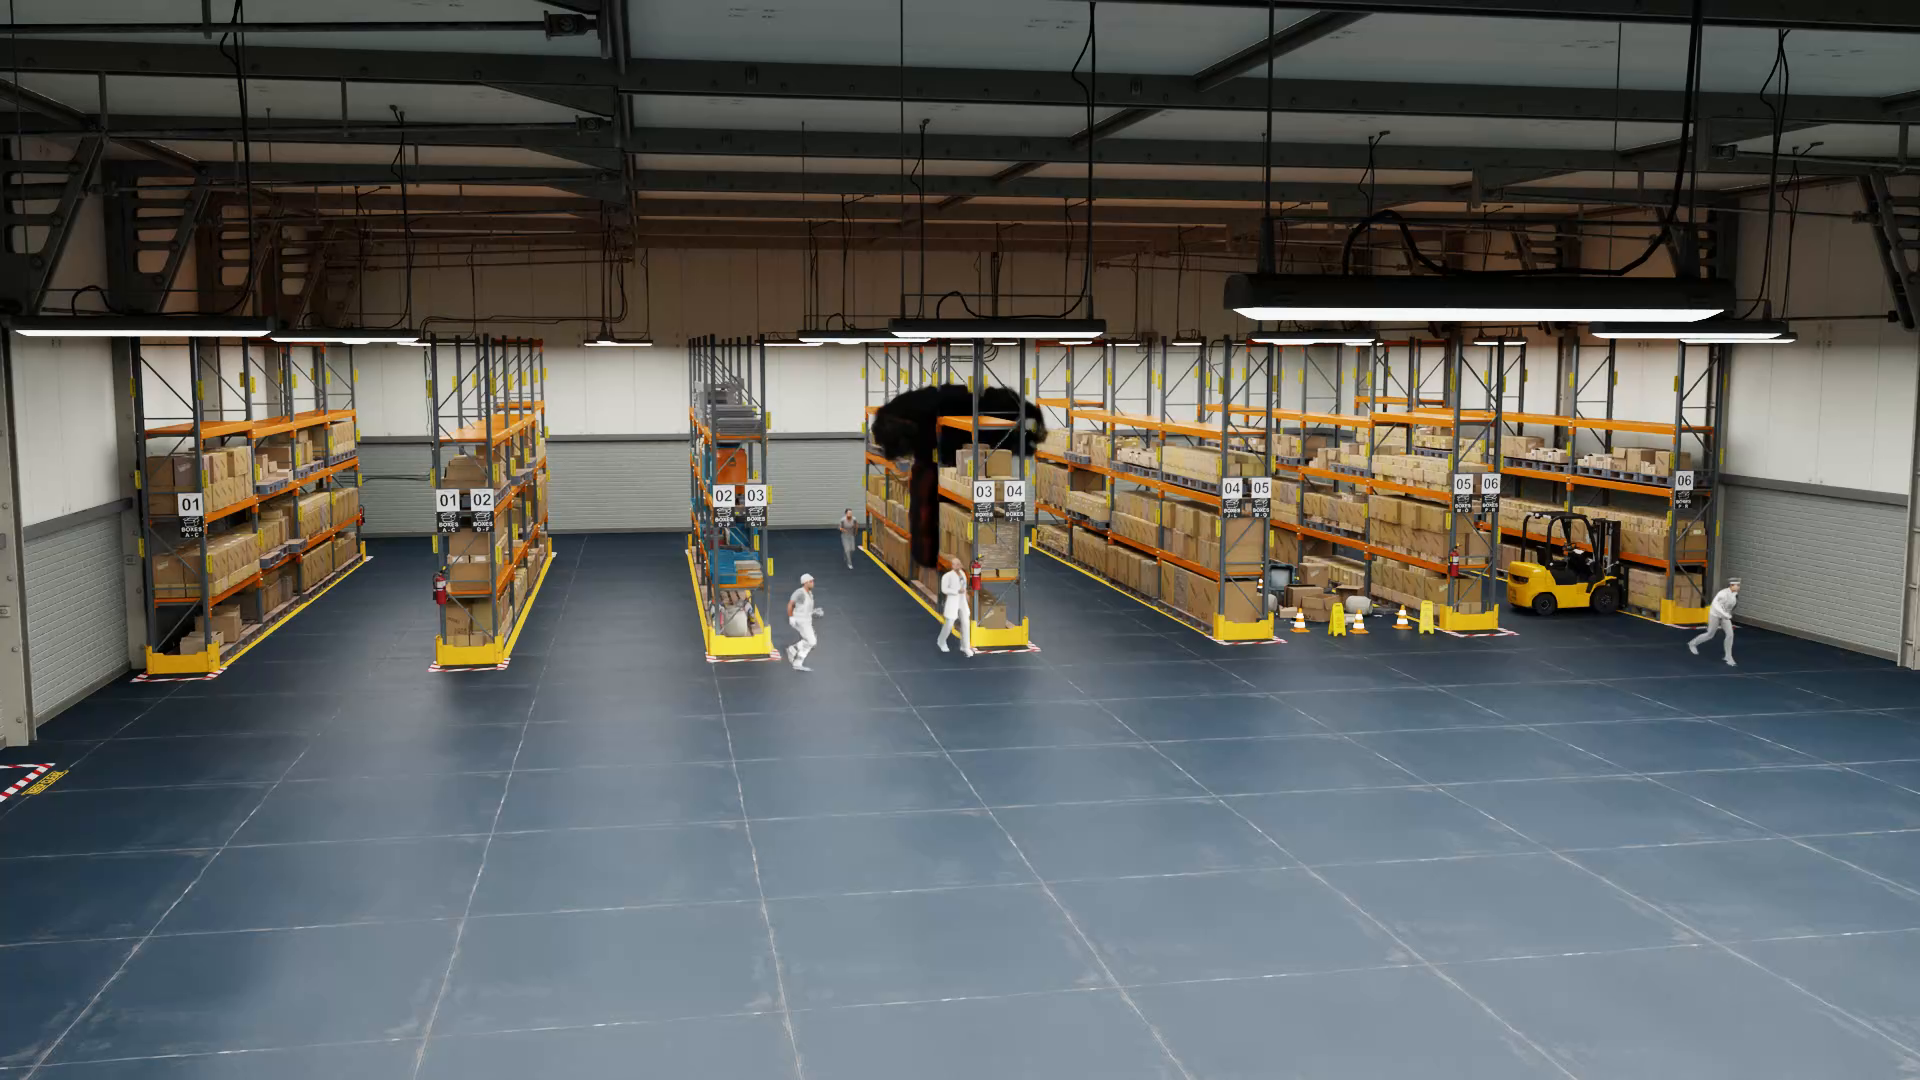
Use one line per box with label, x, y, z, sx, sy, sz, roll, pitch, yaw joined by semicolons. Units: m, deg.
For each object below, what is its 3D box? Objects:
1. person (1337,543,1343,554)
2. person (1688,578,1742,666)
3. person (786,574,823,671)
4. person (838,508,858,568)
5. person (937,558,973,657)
person;10.581;-0.469;46.561;0.692;1.720;0.591;-4;8;-30
person;13.890;1.456;30.586;0.654;1.624;0.978;-5;8;-36
person;-2.769;1.472;29.666;0.637;1.732;0.660;2;7;16
person;-2.920;-0.045;43.616;0.554;1.592;0.691;-1;7;-11
person;-0.079;1.242;31.242;0.708;1.810;0.920;-5;8;-38
